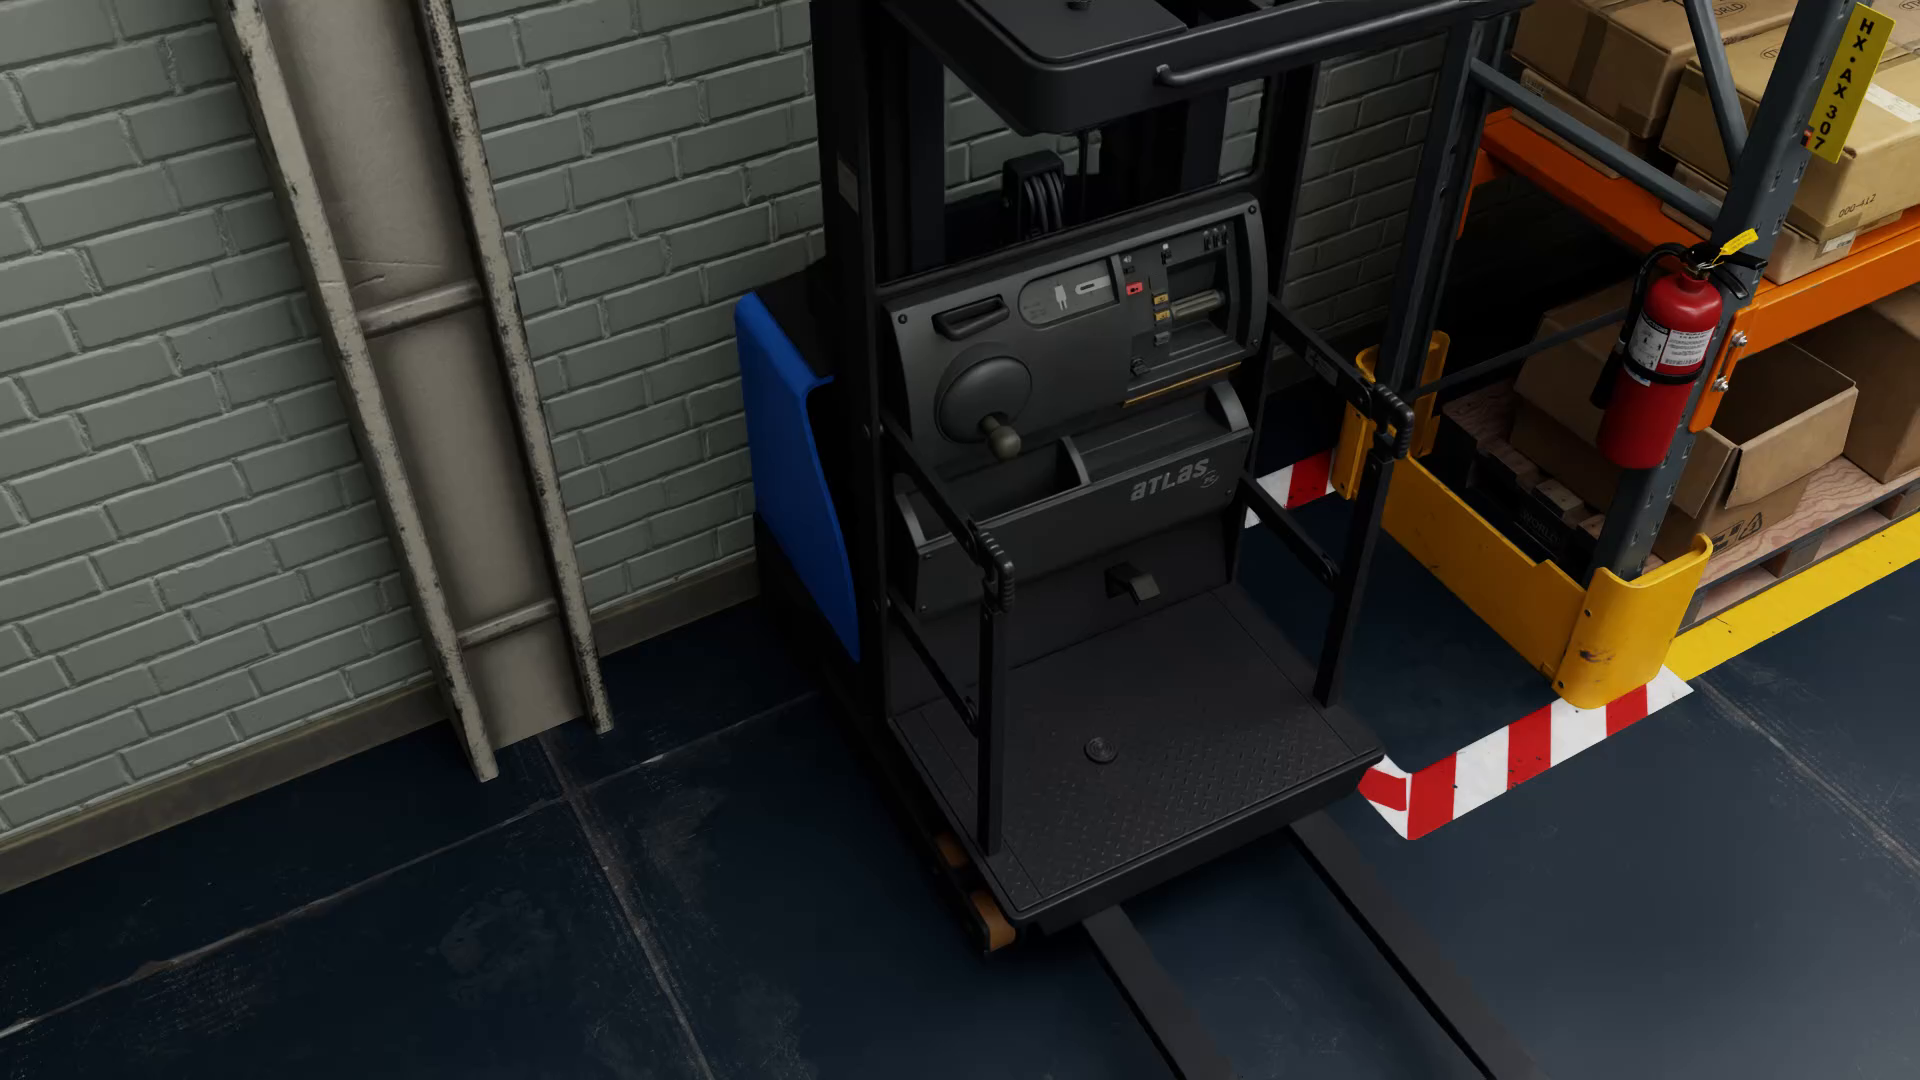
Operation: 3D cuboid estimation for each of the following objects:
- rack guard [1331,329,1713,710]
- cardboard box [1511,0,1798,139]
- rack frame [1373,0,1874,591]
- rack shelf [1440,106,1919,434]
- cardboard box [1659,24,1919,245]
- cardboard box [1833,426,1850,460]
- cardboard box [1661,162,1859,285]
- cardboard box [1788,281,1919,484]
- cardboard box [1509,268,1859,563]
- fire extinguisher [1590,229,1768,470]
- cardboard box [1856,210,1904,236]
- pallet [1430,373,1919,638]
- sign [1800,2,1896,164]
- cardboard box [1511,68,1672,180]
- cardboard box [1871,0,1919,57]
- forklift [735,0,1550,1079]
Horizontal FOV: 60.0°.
[{"bbox_3d":[1.630,-0.091,4.985,0.348,0.500,1.175,-22,48,-21],"label":"rack guard"},{"bbox_3d":[1.831,-1.334,4.365,0.500,0.250,0.500,-20,48,-20],"label":"cardboard box"},{"bbox_3d":[1.564,-0.961,4.087,0.127,3.000,1.000,-22,48,-21],"label":"rack frame"},{"bbox_3d":[3.298,-1.397,5.052,4.000,0.370,1.077,-22,48,-21],"label":"rack shelf"},{"bbox_3d":[2.092,-1.009,4.030,0.500,0.250,0.500,-22,48,-21],"label":"cardboard box"},{"bbox_3d":[2.529,-0.368,5.221,0.250,0.149,0.380,-24,49,-22],"label":"cardboard box"},{"bbox_3d":[1.986,-0.820,4.121,0.250,0.149,0.380,-22,48,-21],"label":"cardboard box"},{"bbox_3d":[2.902,-0.643,5.252,0.500,0.500,0.700,-20,48,-19],"label":"cardboard box"},{"bbox_3d":[2.142,-0.371,4.970,0.637,0.503,0.797,-24,49,-22],"label":"cardboard box"},{"bbox_3d":[1.667,-0.470,3.903,0.183,0.674,0.296,-22,48,-21],"label":"fire extinguisher"},{"bbox_3d":[2.183,-0.936,4.241,0.250,0.149,0.380,-21,48,-20],"label":"cardboard box"},{"bbox_3d":[2.321,-0.264,5.371,1.213,0.211,1.003,-22,48,-21],"label":"pallet"},{"bbox_3d":[1.834,-0.944,3.448,0.005,0.325,0.100,-22,48,-21],"label":"sign"},{"bbox_3d":[1.718,-1.148,4.460,0.250,0.149,0.380,-22,48,-21],"label":"cardboard box"},{"bbox_3d":[2.529,-1.184,4.210,0.500,0.250,0.500,-21,48,-21],"label":"cardboard box"},{"bbox_3d":[0.382,-0.383,3.541,1.130,2.935,3.031,-20,48,-20],"label":"forklift"}]
